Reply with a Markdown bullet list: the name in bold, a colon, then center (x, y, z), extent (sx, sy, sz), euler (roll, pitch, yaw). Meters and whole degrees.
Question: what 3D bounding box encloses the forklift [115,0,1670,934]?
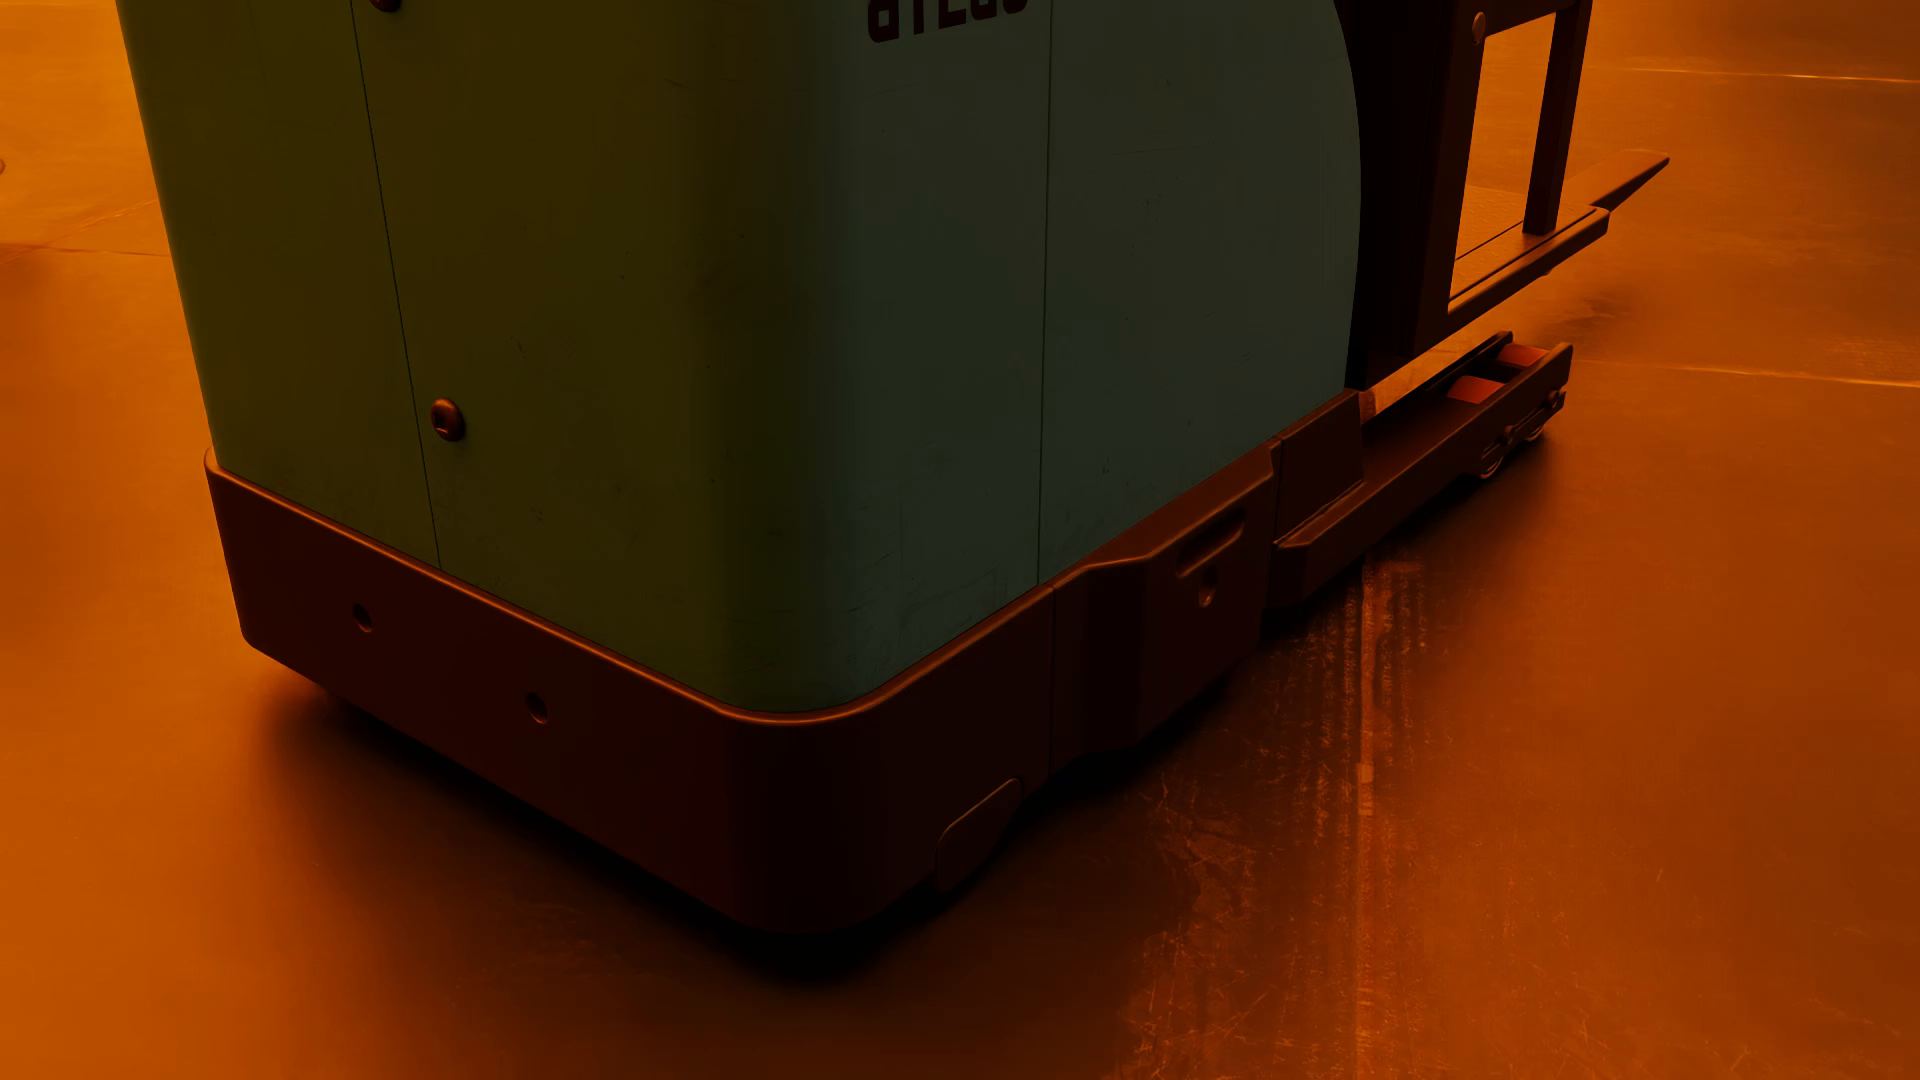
- **forklift**: center (0.385, -1.529, 2.278), extent (1.130, 2.935, 3.031), euler (19, 33, 33)
